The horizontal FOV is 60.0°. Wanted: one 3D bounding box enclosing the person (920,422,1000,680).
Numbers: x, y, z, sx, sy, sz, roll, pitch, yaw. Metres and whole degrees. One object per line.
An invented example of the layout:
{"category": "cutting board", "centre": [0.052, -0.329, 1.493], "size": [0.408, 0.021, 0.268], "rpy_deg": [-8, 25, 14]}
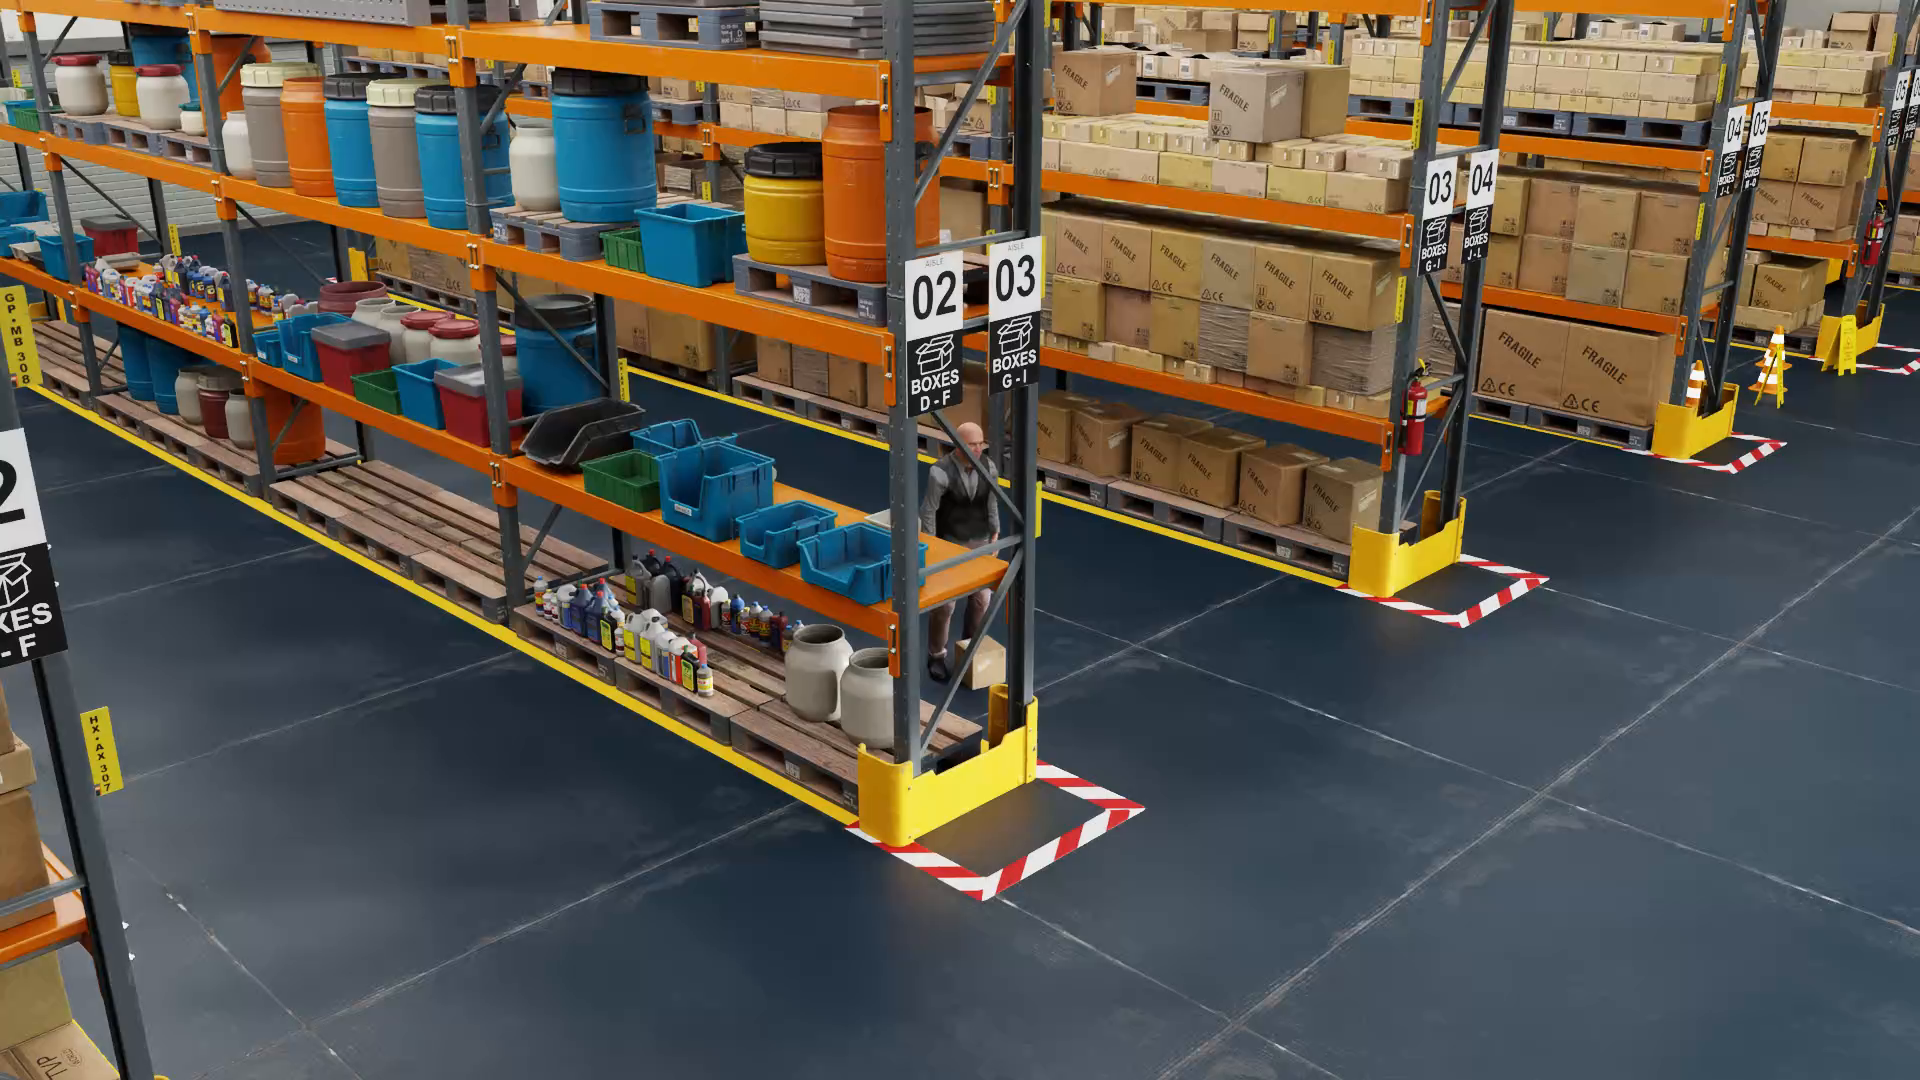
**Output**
{"category": "person", "centre": [0.016, 0.043, 10.997], "size": [0.586, 1.720, 0.475], "rpy_deg": [-12, 23, -28]}
